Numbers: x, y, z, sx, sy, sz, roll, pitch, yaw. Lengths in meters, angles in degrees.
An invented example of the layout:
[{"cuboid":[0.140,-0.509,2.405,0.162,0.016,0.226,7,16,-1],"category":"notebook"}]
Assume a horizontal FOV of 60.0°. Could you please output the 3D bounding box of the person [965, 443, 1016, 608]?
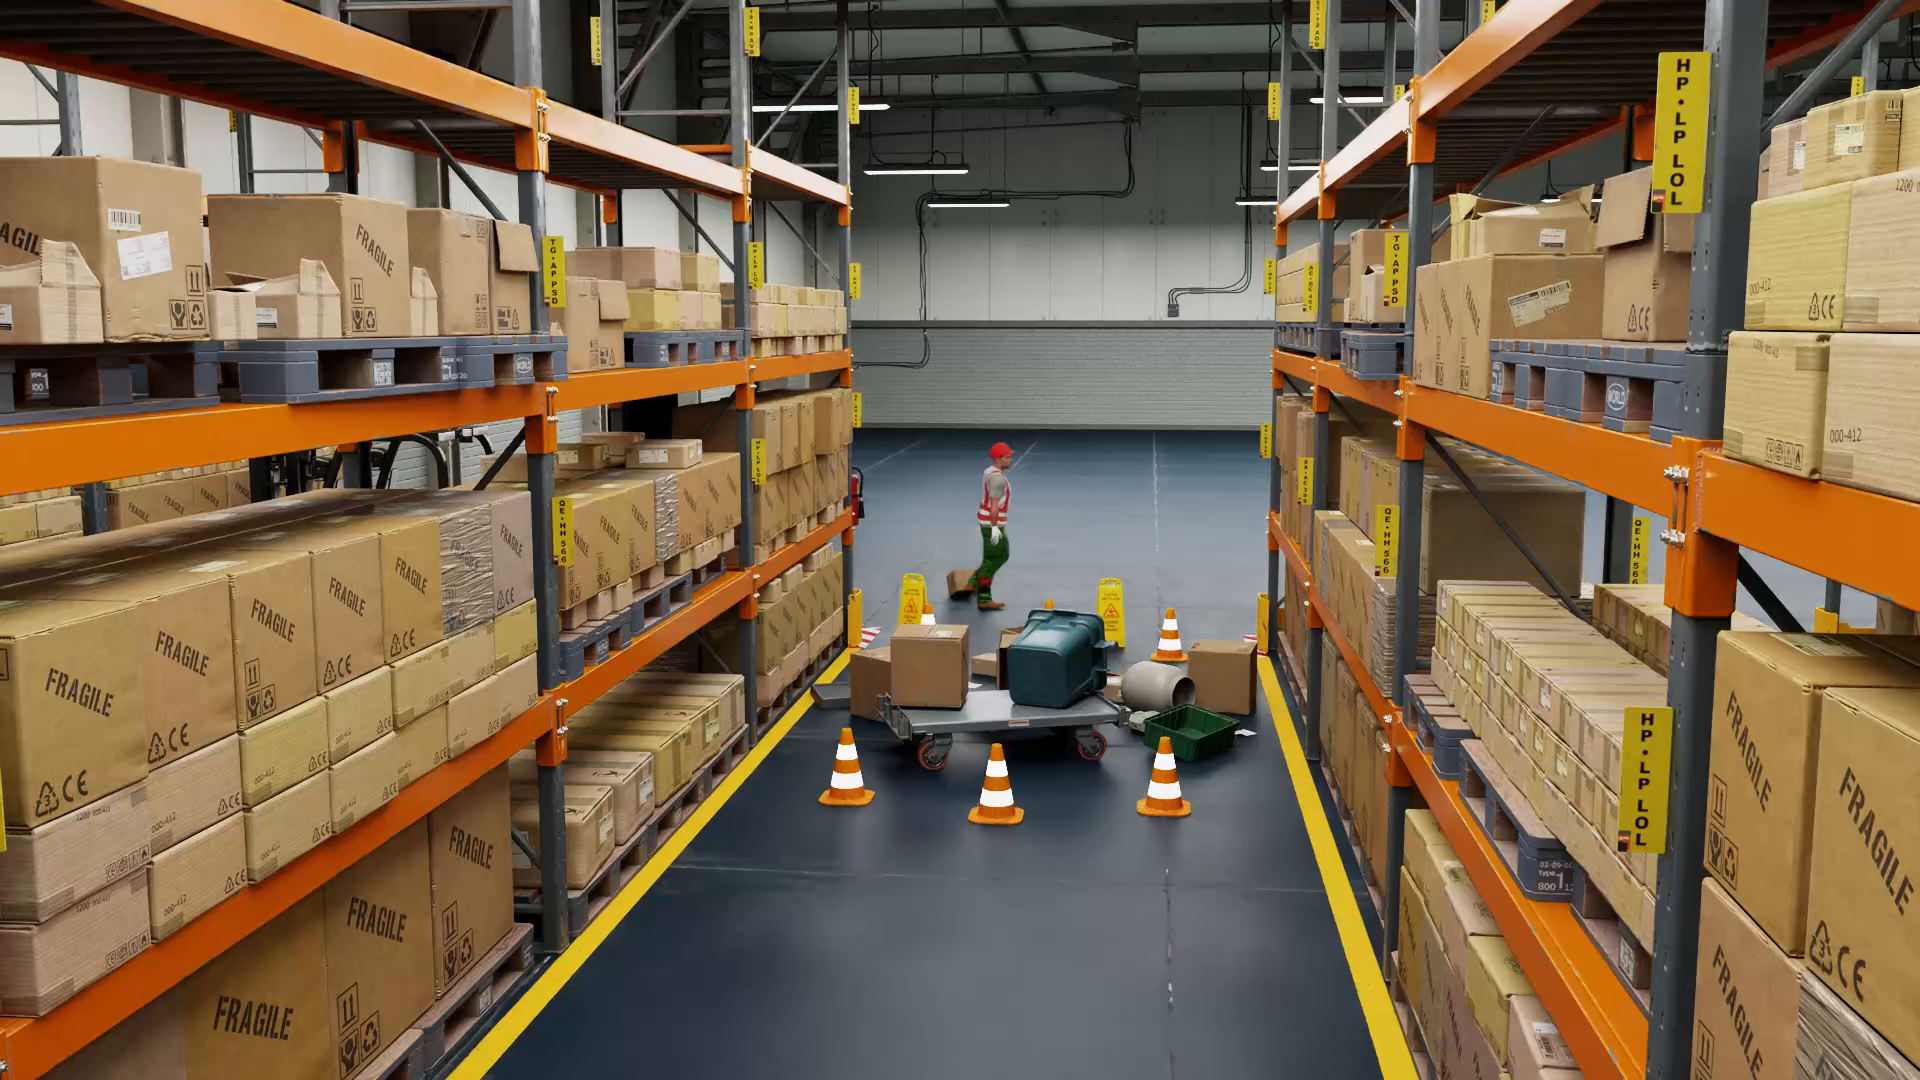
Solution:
[{"cuboid":[0.324,-0.152,17.792,0.530,1.782,0.596,0,8,-3],"category":"person"}]
